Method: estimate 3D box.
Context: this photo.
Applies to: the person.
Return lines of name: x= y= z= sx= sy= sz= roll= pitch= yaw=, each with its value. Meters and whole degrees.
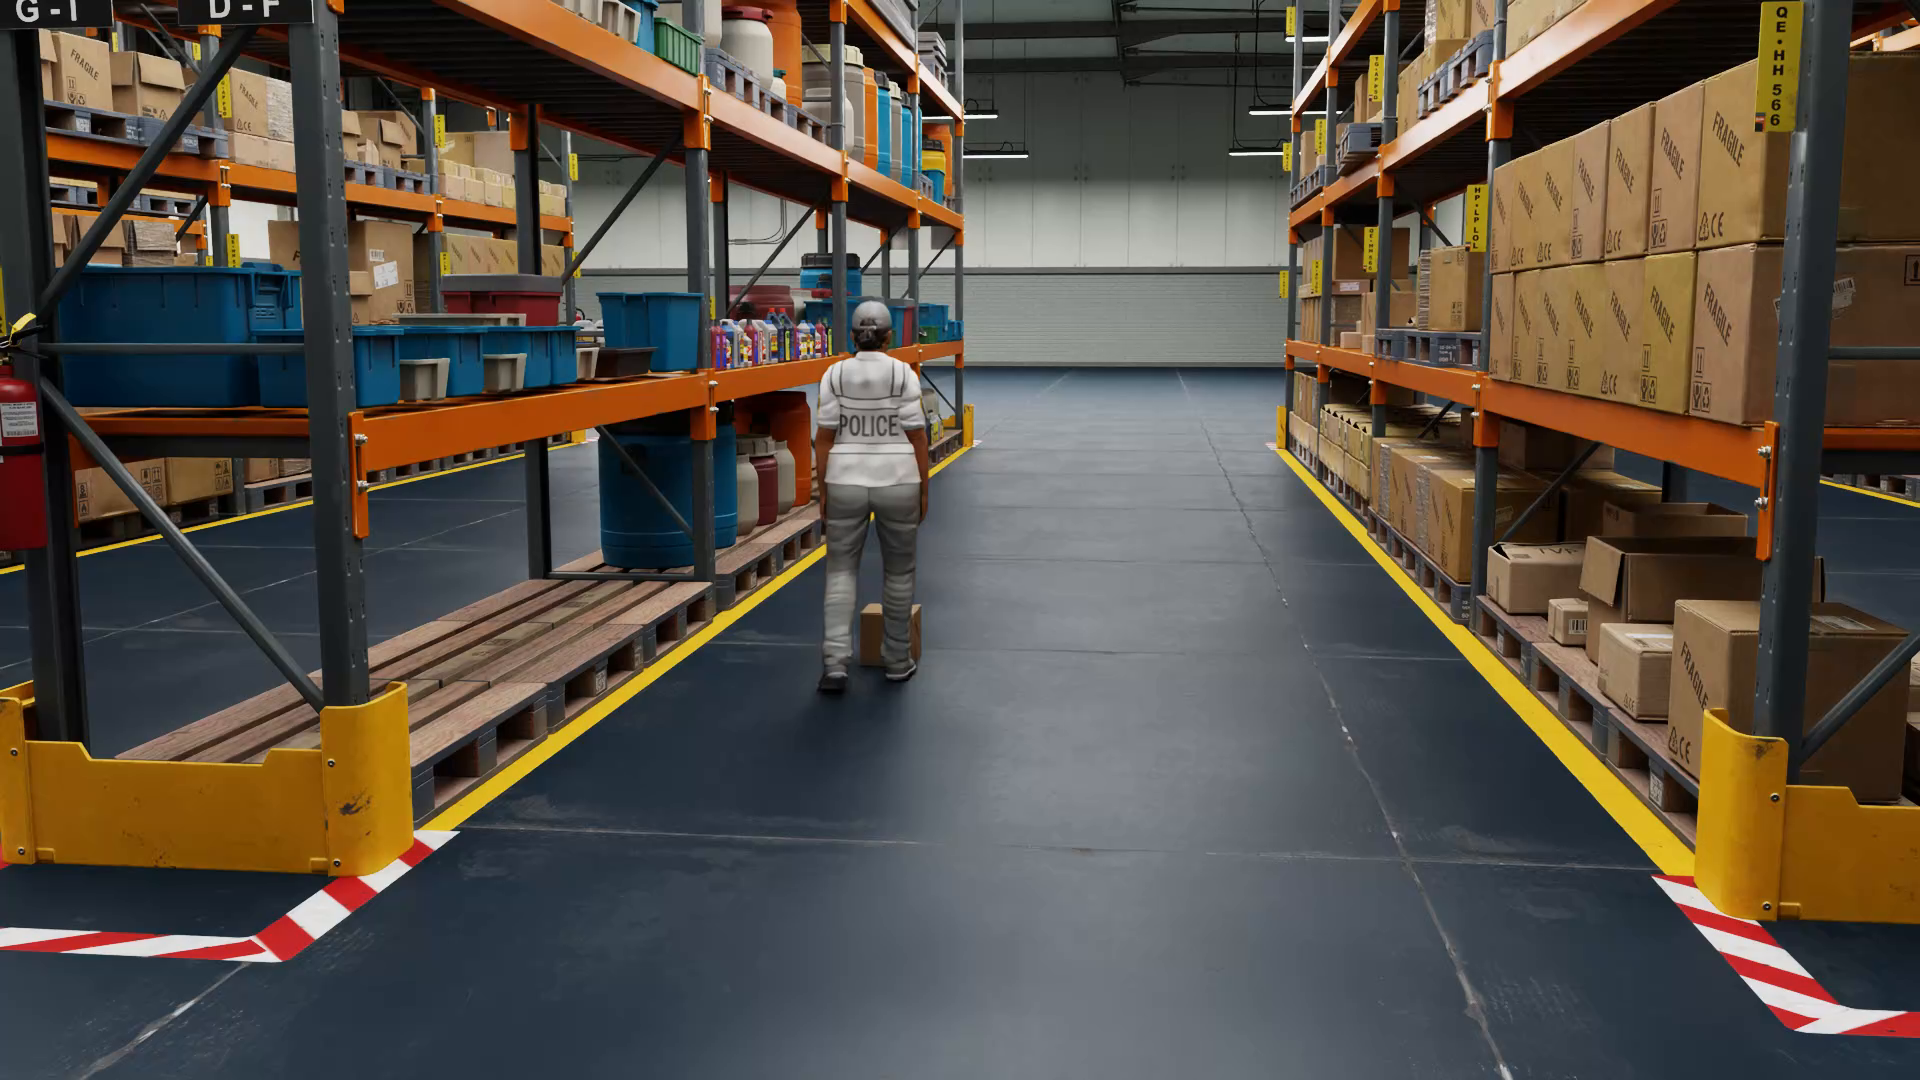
person: x=-0.373 y=-0.189 z=7.213 sx=0.488 sy=1.685 sz=0.596 roll=1 pitch=8 yaw=7
